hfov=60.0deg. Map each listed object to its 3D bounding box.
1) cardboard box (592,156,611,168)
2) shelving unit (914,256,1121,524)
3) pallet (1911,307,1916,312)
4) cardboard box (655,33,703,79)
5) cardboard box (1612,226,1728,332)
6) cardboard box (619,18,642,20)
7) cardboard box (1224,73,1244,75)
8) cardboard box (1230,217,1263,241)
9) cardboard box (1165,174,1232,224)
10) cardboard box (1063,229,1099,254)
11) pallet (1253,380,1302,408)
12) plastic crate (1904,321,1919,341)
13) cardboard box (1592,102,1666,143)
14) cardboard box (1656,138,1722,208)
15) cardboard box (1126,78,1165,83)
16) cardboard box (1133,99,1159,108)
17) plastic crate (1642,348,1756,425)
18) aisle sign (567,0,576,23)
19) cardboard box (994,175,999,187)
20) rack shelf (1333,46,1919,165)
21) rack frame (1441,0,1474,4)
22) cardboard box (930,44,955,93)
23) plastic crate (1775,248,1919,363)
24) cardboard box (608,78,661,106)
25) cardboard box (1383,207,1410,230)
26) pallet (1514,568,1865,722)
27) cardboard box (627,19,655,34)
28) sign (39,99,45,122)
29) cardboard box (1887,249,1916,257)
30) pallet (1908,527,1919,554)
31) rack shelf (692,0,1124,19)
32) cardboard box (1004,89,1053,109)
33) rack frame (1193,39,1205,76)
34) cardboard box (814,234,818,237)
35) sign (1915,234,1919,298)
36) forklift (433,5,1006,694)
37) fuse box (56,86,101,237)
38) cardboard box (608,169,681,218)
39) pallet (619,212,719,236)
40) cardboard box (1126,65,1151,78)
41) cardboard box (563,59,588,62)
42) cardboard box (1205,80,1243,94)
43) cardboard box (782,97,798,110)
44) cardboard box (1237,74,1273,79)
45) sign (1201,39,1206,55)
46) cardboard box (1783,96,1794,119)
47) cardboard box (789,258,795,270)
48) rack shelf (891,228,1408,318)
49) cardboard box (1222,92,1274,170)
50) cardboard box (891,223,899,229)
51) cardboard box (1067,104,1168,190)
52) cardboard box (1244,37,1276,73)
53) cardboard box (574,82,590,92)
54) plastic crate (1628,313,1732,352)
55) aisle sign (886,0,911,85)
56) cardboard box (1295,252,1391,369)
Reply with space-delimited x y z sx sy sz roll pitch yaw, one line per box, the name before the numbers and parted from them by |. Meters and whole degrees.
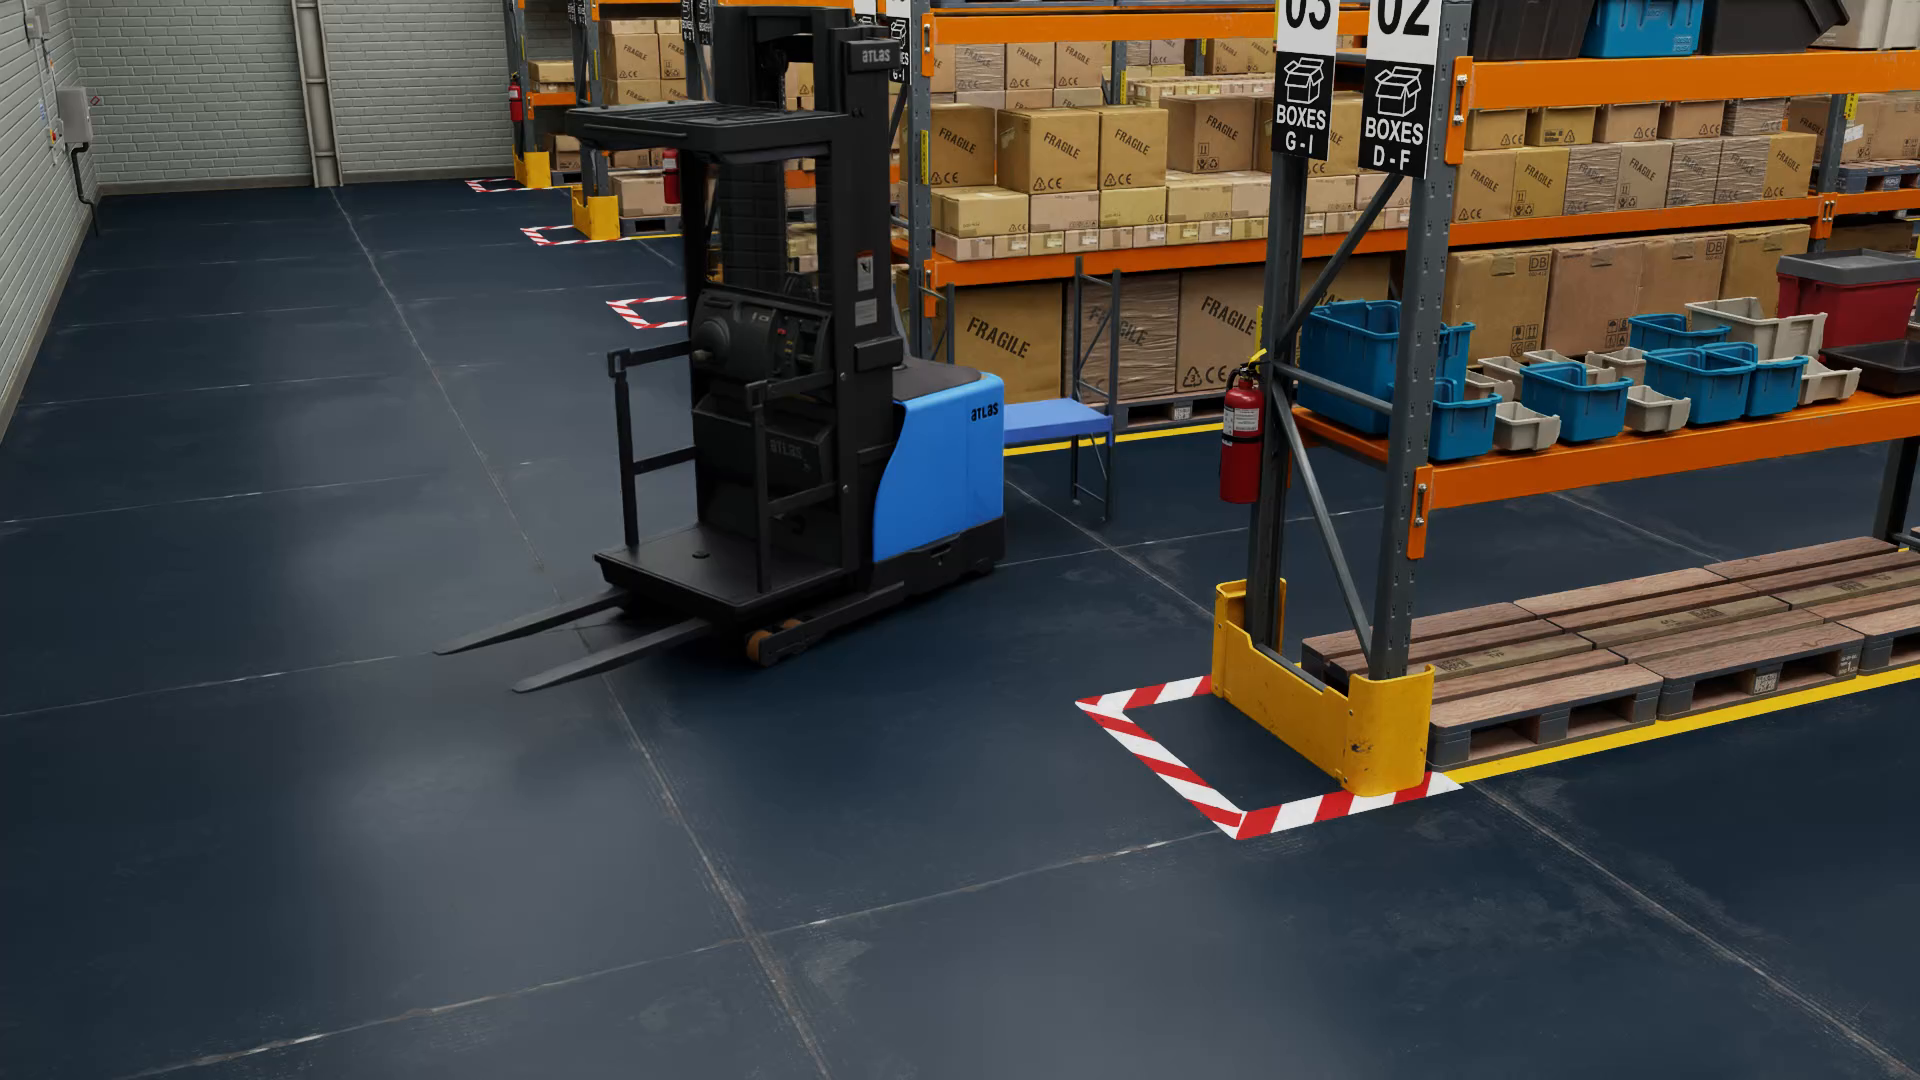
cardboard box | -5.324 -5.587 24.532 0.250 0.149 0.380 -9 21 -24
shelving unit | 0.322 -0.812 9.570 1.048 1.500 0.538 -8 21 -22
pallet | 8.748 -2.101 15.171 1.213 0.211 1.003 -8 21 -22
cardboard box | -3.334 -5.690 19.508 0.500 0.500 0.500 -9 21 -23
cardboard box | 5.448 -2.151 13.682 0.875 0.875 1.225 -8 21 -22
cardboard box | -3.885 -6.098 19.692 0.250 0.149 0.380 -8 21 -21
cardboard box | 3.631 -6.269 22.557 0.250 0.149 0.380 -10 22 -25
cardboard box | 1.909 -2.201 11.634 0.250 0.149 0.380 -9 21 -23
cardboard box | 1.528 -2.358 11.481 0.500 0.250 0.500 -9 21 -23
cardboard box | 0.732 -2.033 11.156 0.250 0.149 0.380 -8 21 -23
pallet | 2.510 -1.237 12.718 1.213 0.211 1.003 -8 21 -22
plastic crate | 4.717 -1.004 8.165 0.243 0.136 0.396 -8 21 -22
cardboard box | 5.021 -3.409 13.026 0.637 0.503 0.797 -7 21 -20
cardboard box | 5.621 -2.928 13.172 0.500 0.500 0.500 -9 21 -24
cardboard box | 1.905 -4.663 17.098 0.250 0.149 0.380 -9 21 -24
cardboard box | 1.911 -4.286 16.476 0.250 0.149 0.380 -8 21 -21
plastic crate | 3.094 -0.647 7.004 0.300 0.233 0.416 -8 21 -22
aisle sign | -4.548 -6.436 19.369 0.004 0.787 0.394 -8 21 -22
cardboard box | 0.372 -2.383 11.552 0.500 0.250 0.500 -9 21 -23
rack shelf | 3.364 -1.931 7.055 4.000 0.370 1.077 -8 21 -22
rack frame | 1.528 -3.422 5.690 0.127 3.000 1.000 -8 21 -22
cardboard box | -0.375 -4.463 15.578 0.500 0.500 0.500 -9 21 -24
plastic crate | 4.282 -1.136 8.044 0.583 0.464 0.402 -8 21 -22
cardboard box | -3.805 -5.147 19.473 0.500 0.500 0.500 -8 21 -22
cardboard box | 3.089 -2.370 12.115 0.250 0.149 0.380 -8 21 -22
pallet | 3.419 0.467 7.876 1.213 0.211 1.003 -8 21 -22
cardboard box | -3.711 -5.968 19.321 0.250 0.149 0.380 -8 21 -21
sign | -9.565 -4.480 17.323 0.001 0.218 0.327 -8 21 -22
cardboard box | 8.023 -2.354 14.793 0.500 0.500 0.700 -10 22 -26
pallet | 5.926 0.108 8.896 1.213 0.211 1.003 -8 21 -22
rack shelf | -0.469 -4.967 15.678 4.000 0.370 1.077 -8 21 -22
cardboard box | 0.558 -4.124 16.120 0.500 0.500 0.500 -9 21 -23
rack frame | 2.986 -6.177 22.548 0.127 3.000 1.000 -8 21 -22
cardboard box | -1.202 -2.794 15.707 0.250 0.149 0.380 -8 21 -22
sign | 4.985 -1.417 8.612 0.005 0.325 0.100 -8 21 -22
forklift | -1.105 -0.977 7.883 1.130 2.935 3.031 16 25 39
fuse box | -10.226 -4.428 19.520 0.414 1.711 0.539 -8 21 -22
cardboard box | -3.793 -4.231 20.248 0.875 0.438 0.875 -9 21 -24
pallet | -3.656 -3.938 20.389 1.213 0.211 1.003 -8 21 -22
cardboard box | 2.173 -6.132 21.894 0.500 0.250 0.500 -9 21 -23
cardboard box | -5.538 -6.916 24.426 0.500 0.250 0.500 -8 21 -22
cardboard box | 2.631 -4.530 16.720 0.250 0.149 0.380 -8 21 -23
cardboard box | -1.784 -3.790 15.172 0.500 0.500 0.500 -7 21 -19
cardboard box | 3.102 -4.834 17.585 0.250 0.149 0.380 -8 21 -23
sign | 3.209 -6.554 21.876 0.005 0.325 0.100 -8 21 -22
cardboard box | 9.543 -5.409 20.142 0.550 0.550 0.875 -8 21 -22
cardboard box | -1.723 -2.612 15.638 0.250 0.149 0.380 -7 21 -20
rack shelf | 1.403 -2.026 11.843 4.000 0.370 1.077 -8 21 -22
cardboard box | 2.243 -3.004 12.187 0.500 0.500 0.500 -8 21 -22
cardboard box | -0.706 -3.065 16.476 0.250 0.149 0.380 -9 21 -24
cardboard box | 1.046 -2.642 11.158 0.500 0.500 0.500 -9 21 -23
cardboard box | 3.967 -6.622 22.581 0.500 0.500 0.500 -7 21 -19
cardboard box | -5.476 -6.571 24.047 0.250 0.149 0.380 -8 21 -23
plastic crate | 3.312 -0.890 7.694 0.300 0.233 0.416 -8 21 -22
aisle sign | -0.381 -3.228 10.258 0.004 0.787 0.394 -8 21 -22
cardboard box | 2.601 -1.762 12.577 0.875 0.875 0.875 -8 21 -22
